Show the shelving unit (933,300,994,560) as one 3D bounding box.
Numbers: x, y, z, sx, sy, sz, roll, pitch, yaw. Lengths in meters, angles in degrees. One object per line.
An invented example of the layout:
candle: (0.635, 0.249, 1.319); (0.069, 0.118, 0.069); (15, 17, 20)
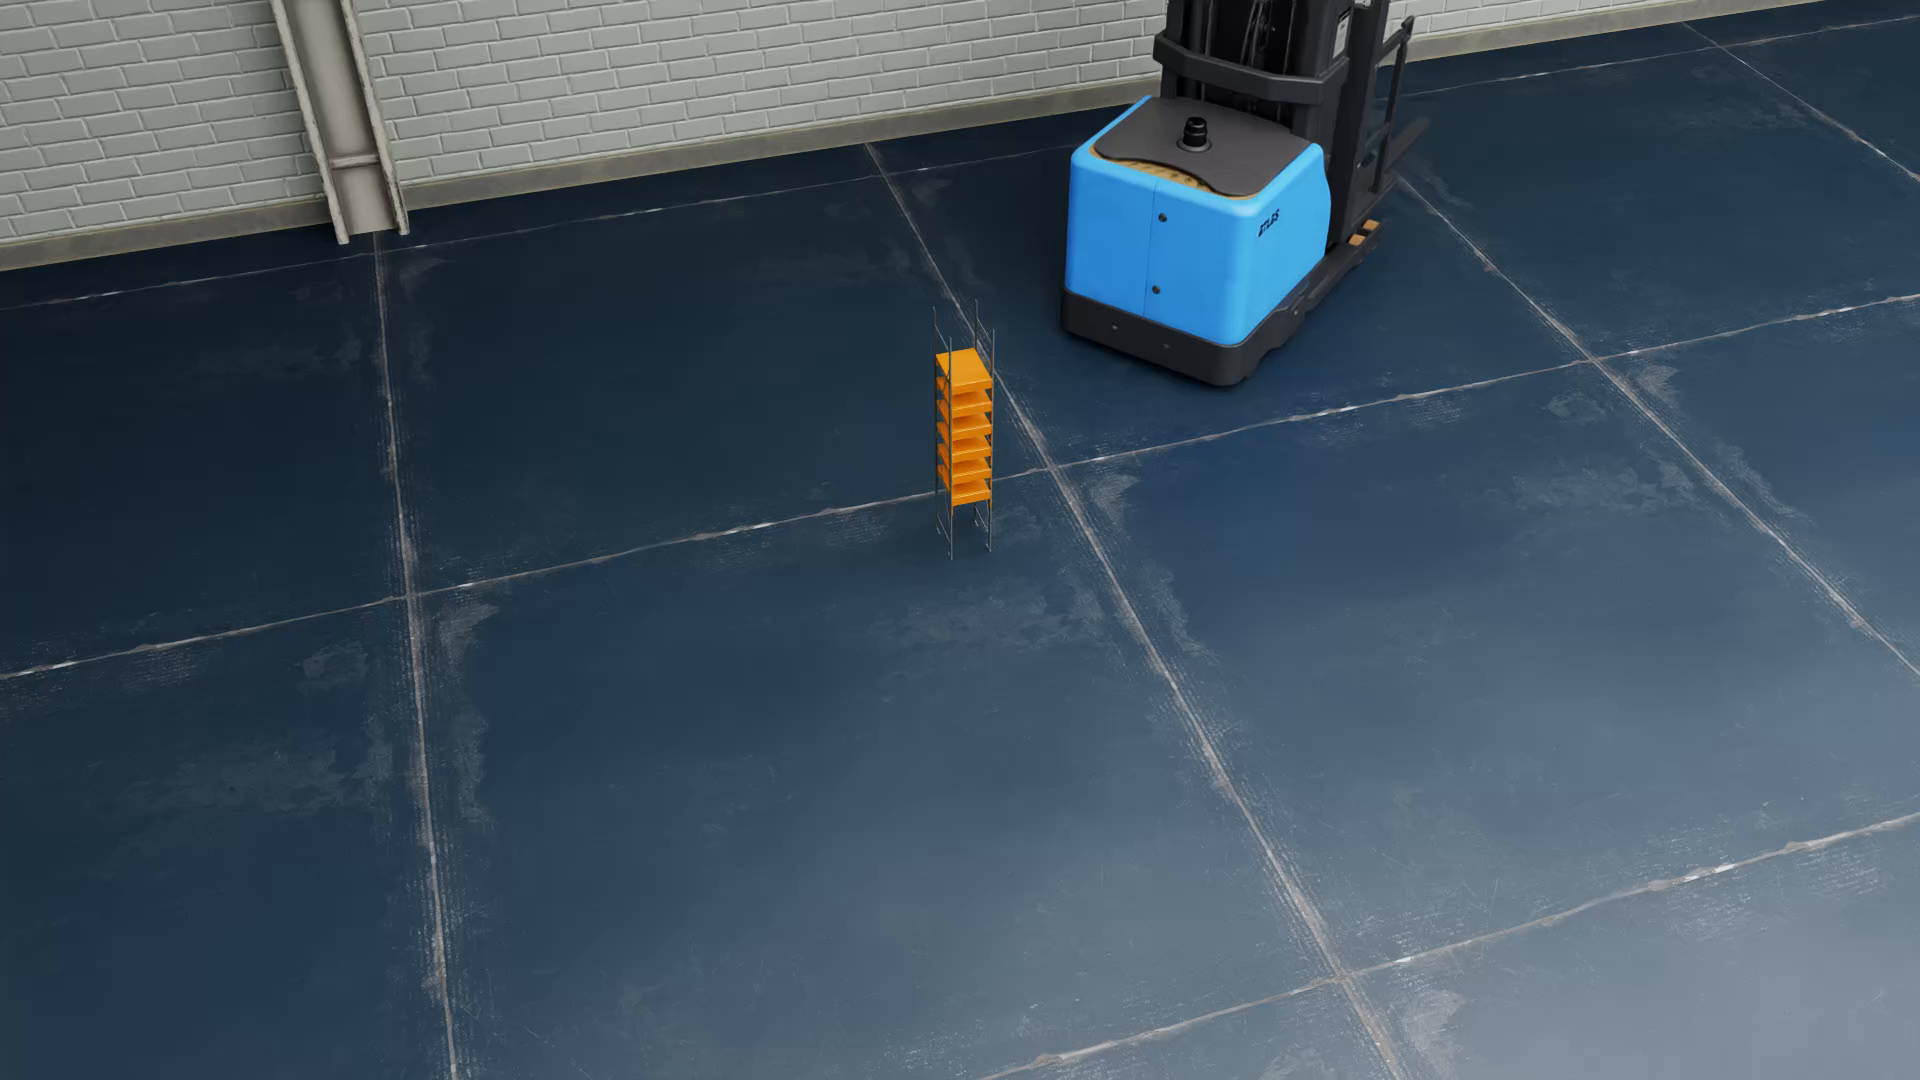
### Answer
shelving unit: (0.014, -0.455, 7.208); (0.189, 1.200, 0.258); (-12, 42, -13)

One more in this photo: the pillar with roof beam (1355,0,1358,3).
pillar with roof beam: (3.593, -3.704, 5.000); (0.400, 9.000, 9.100); (-12, 42, -13)

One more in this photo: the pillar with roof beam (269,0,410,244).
pillar with roof beam: (-2.130, -2.518, 3.643); (0.400, 9.000, 9.100); (-12, 42, -13)

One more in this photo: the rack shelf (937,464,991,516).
rack shelf: (0.014, -0.241, 7.395); (0.180, 0.103, 0.258); (-12, 42, -13)

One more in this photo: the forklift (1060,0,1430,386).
forklift: (1.768, -2.817, 8.596); (1.130, 2.935, 3.031); (24, 46, 25)

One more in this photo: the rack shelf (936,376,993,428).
rack shelf: (0.014, -0.602, 7.079); (0.180, 0.103, 0.258); (-12, 42, -13)

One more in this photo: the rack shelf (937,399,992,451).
rack shelf: (0.014, -0.512, 7.158); (0.180, 0.103, 0.258); (-12, 42, -13)

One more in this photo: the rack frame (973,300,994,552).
rack frame: (0.101, -0.473, 7.229); (0.006, 1.200, 0.240); (-12, 42, -13)

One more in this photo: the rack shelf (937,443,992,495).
rack shelf: (0.014, -0.331, 7.316); (0.180, 0.103, 0.258); (-12, 42, -13)

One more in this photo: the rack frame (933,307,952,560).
rack frame: (-0.073, -0.437, 7.187); (0.006, 1.200, 0.240); (-12, 42, -13)

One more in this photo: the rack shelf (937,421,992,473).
rack shelf: (0.014, -0.421, 7.237); (0.180, 0.103, 0.258); (-12, 42, -13)

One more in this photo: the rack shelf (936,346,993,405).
rack shelf: (0.014, -0.692, 7.000); (0.180, 0.103, 0.258); (-12, 42, -13)
